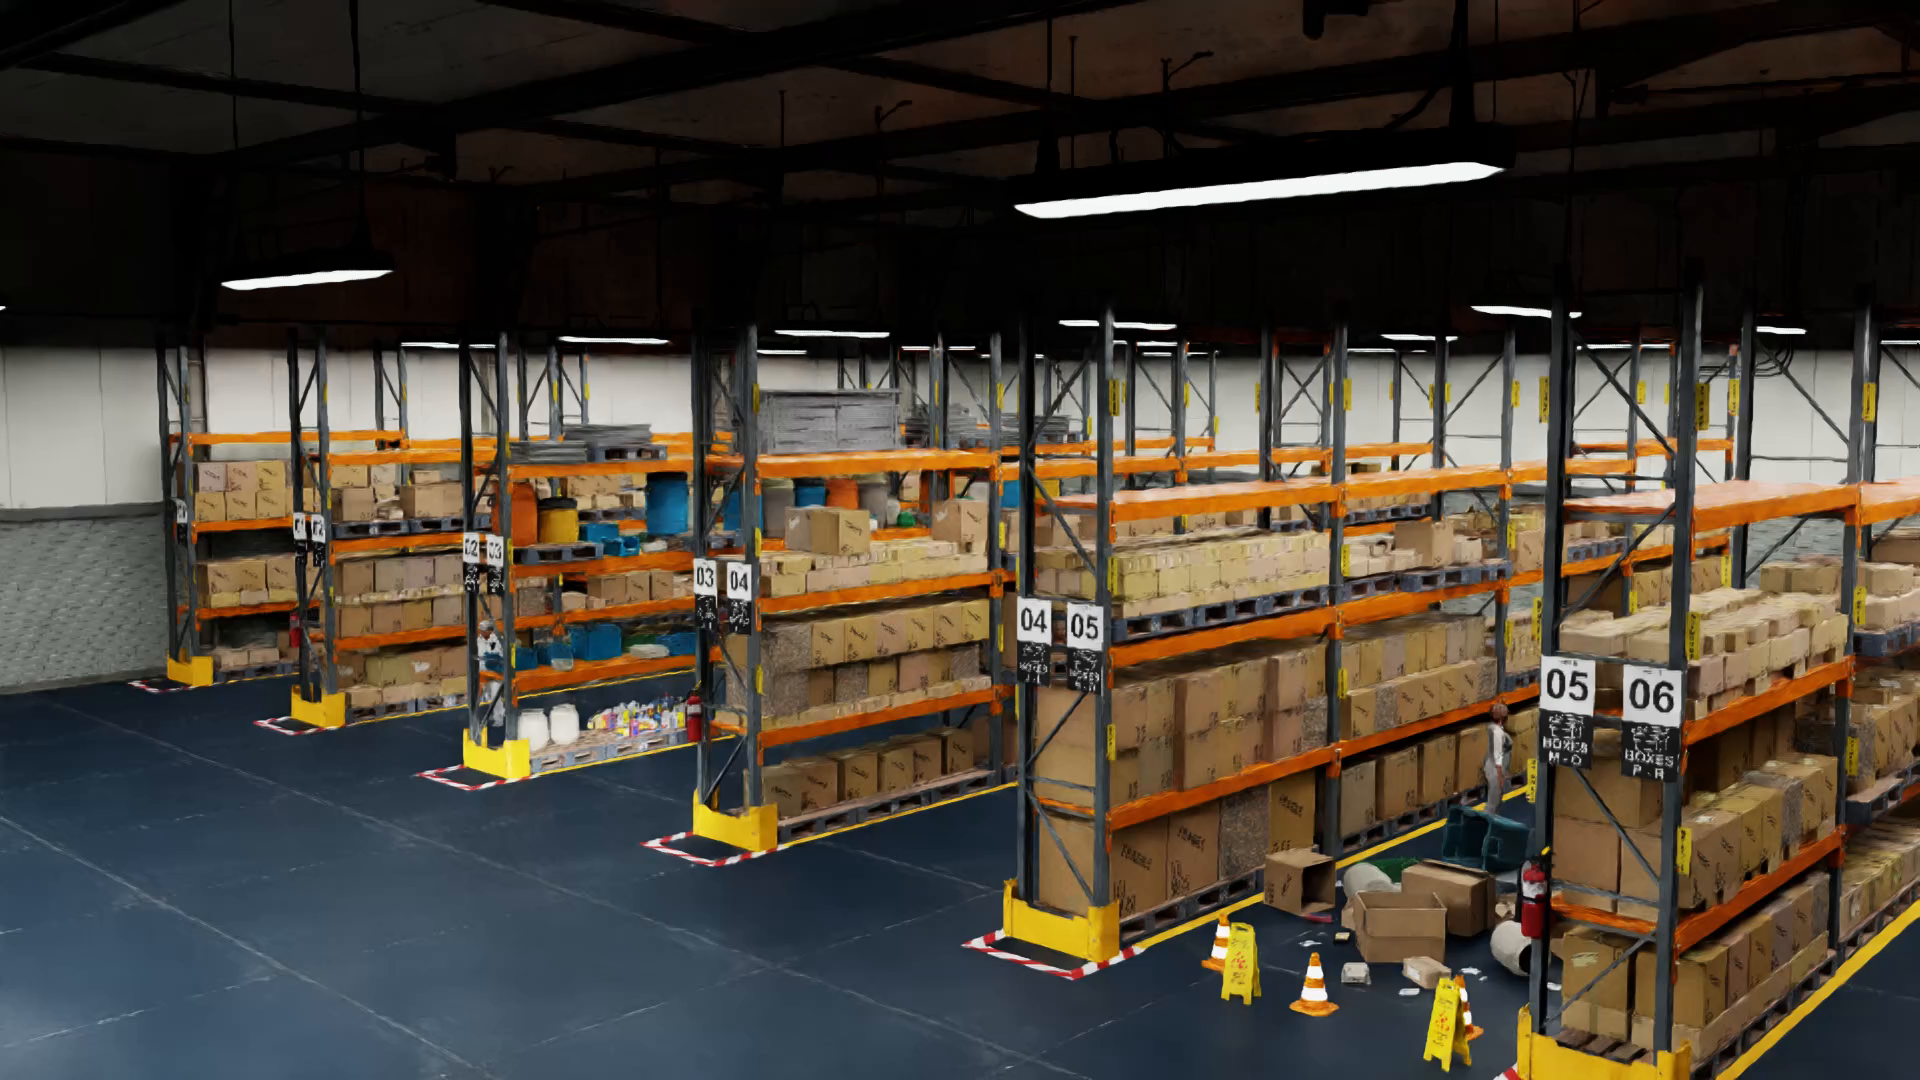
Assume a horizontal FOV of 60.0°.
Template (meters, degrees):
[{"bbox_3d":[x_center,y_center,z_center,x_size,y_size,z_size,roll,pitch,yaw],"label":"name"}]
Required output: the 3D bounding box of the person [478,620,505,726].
[{"bbox_3d":[-7.082,1.991,25.289,0.662,1.604,0.782,2,6,23],"label":"person"}]

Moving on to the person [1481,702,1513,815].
[{"bbox_3d":[6.027,2.611,18.608,0.406,1.600,0.468,1,5,12],"label":"person"}]
